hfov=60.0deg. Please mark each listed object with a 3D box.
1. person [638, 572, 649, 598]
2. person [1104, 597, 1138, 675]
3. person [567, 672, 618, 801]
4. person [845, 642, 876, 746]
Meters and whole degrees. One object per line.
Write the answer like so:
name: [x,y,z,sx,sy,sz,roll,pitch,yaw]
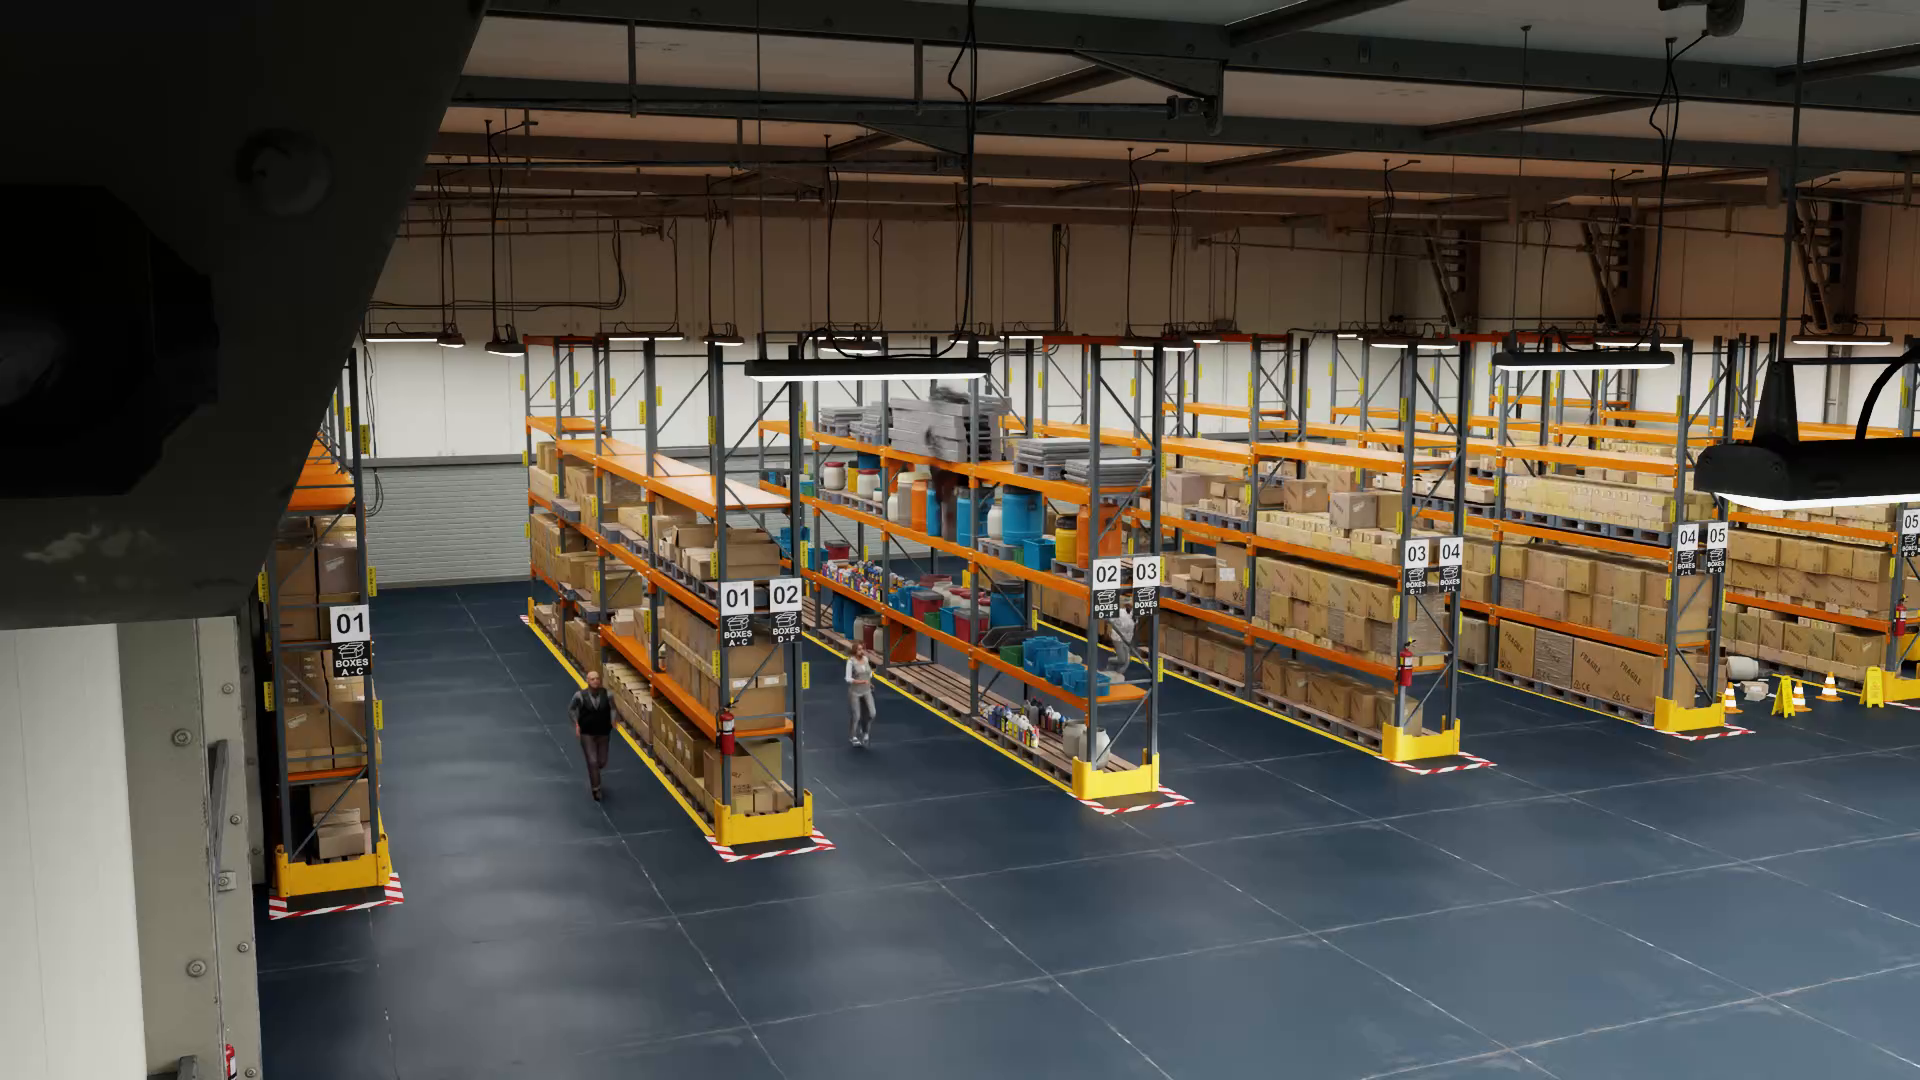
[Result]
person: [-6.822,0.767,35.402,0.517,1.741,0.713,5,9,32]
person: [2.805,1.743,28.702,0.563,1.617,0.693,-5,9,-32]
person: [-4.891,2.565,22.172,0.646,1.697,0.831,-3,8,-24]
person: [-1.457,2.279,24.551,0.510,1.570,0.636,-4,9,-27]
